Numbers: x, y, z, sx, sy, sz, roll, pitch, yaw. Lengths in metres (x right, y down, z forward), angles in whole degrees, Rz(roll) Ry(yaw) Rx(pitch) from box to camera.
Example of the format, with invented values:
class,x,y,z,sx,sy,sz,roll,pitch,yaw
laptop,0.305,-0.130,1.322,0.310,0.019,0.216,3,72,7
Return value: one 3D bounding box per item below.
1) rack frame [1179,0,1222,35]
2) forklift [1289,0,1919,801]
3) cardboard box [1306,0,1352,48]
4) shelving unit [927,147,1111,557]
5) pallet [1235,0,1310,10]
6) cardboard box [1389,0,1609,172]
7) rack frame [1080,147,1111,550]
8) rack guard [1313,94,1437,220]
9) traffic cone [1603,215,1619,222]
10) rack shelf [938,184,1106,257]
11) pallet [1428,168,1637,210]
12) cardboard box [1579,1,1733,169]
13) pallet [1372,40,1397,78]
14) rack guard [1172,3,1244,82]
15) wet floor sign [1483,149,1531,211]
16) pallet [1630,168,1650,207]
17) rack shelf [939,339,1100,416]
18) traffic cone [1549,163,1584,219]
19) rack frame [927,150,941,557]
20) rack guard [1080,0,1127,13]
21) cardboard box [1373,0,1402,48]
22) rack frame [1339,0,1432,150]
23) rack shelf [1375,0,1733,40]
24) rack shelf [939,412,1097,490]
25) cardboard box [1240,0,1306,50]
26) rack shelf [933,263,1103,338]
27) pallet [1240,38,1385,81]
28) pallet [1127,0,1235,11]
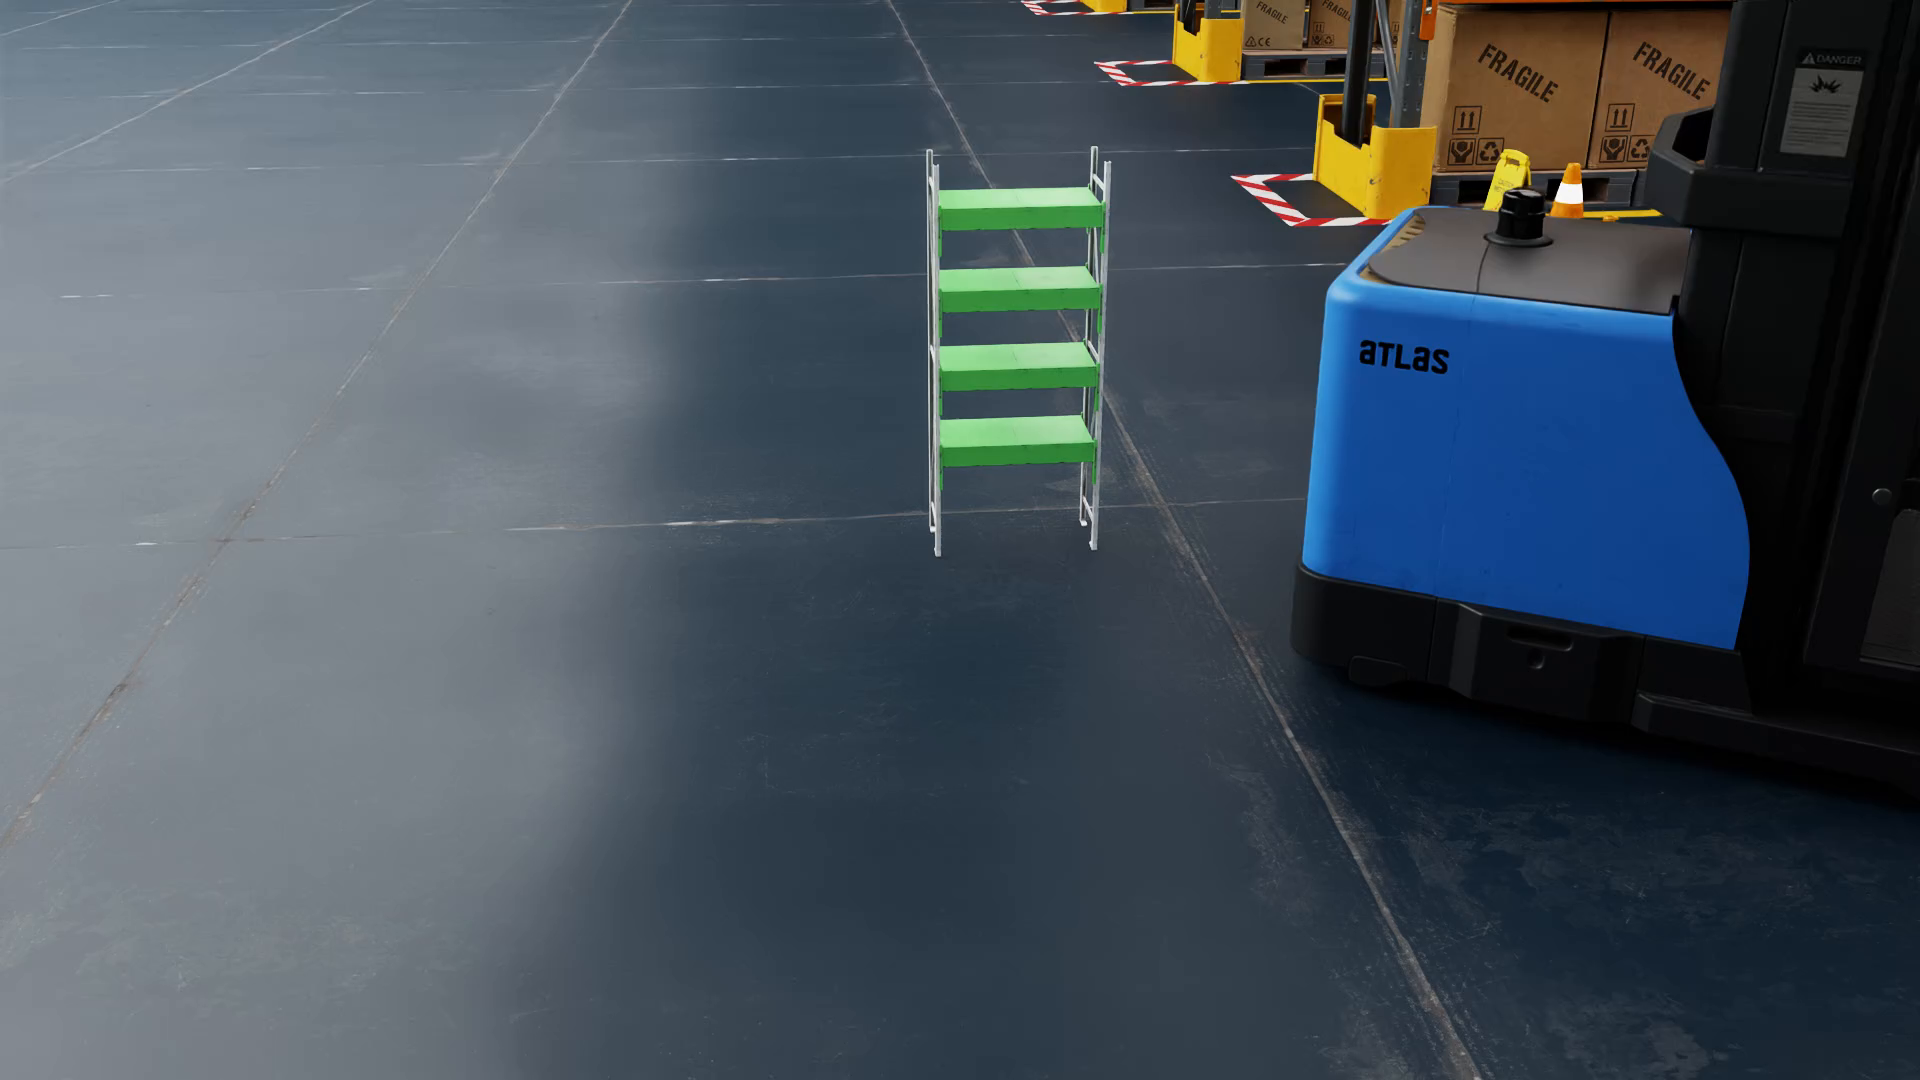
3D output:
class,x,y,z,sx,sy,sz,roll,pitch,yaw
rack frame,2.037,-5.404,13.716,0.127,3.000,1.000,-2,24,-5
forklift,2.441,-0.906,3.680,3.031,2.935,1.130,11,26,23
cardboard box,3.251,-4.510,14.264,0.500,0.500,0.500,4,24,9
shelving unit,0.165,-0.555,5.021,0.503,1.200,0.258,-2,24,-5
pallet,3.641,-6.232,19.011,1.213,0.211,1.003,-2,24,-5
cardboard box,3.092,-2.670,9.663,0.875,0.875,0.875,-2,24,-5
rack frame,0.408,-0.565,5.043,0.015,1.200,0.240,-2,24,-5
rack guard,2.400,-2.252,9.702,0.348,0.500,1.175,-2,24,-5
traffic cone,2.864,-1.213,7.410,0.334,0.463,0.336,-2,24,-5
rack shelf,0.165,-0.935,4.852,0.480,0.148,0.258,-2,24,-5
pallet,3.212,-2.185,9.905,1.213,0.211,1.003,-2,24,-5
cardboard box,3.967,-2.706,9.744,0.875,0.875,0.875,-3,24,-6
pallet,4.136,-4.199,14.436,1.213,0.211,1.003,-2,24,-5
rack guard,2.112,-4.265,14.230,0.348,0.500,1.175,-2,24,-5
wet floor sign,2.589,-1.518,7.871,0.232,0.644,0.267,-6,25,-14
pallet,4.423,-2.232,10.012,1.213,0.211,1.003,-2,24,-5
rack shelf,0.165,-0.496,5.047,0.480,0.148,0.258,-2,24,-5
traffic cone,3.092,-1.683,8.468,0.334,0.463,0.336,-2,24,-5
rack frame,-0.078,-0.545,4.999,0.015,1.200,0.240,-2,24,-5
rack guard,1.621,-6.286,18.777,0.348,0.500,1.175,-2,24,-5
cardboard box,3.876,-4.527,14.303,0.500,0.500,0.500,0,24,0
rack frame,2.424,-3.395,9.196,0.127,3.000,1.000,-2,24,-5
rack shelf,4.414,-3.147,9.522,4.000,0.370,1.077,-2,24,-5
rack shelf,0.165,-0.277,5.145,0.480,0.148,0.258,-2,24,-5
cardboard box,2.660,-4.472,14.179,0.500,0.500,0.500,2,24,5
rack shelf,0.165,-0.716,4.950,0.480,0.148,0.258,-2,24,-5
pallet,2.924,-4.151,14.330,1.213,0.211,1.003,-2,24,-5
pallet,2.430,-6.184,18.904,1.213,0.211,1.003,-2,24,-5
